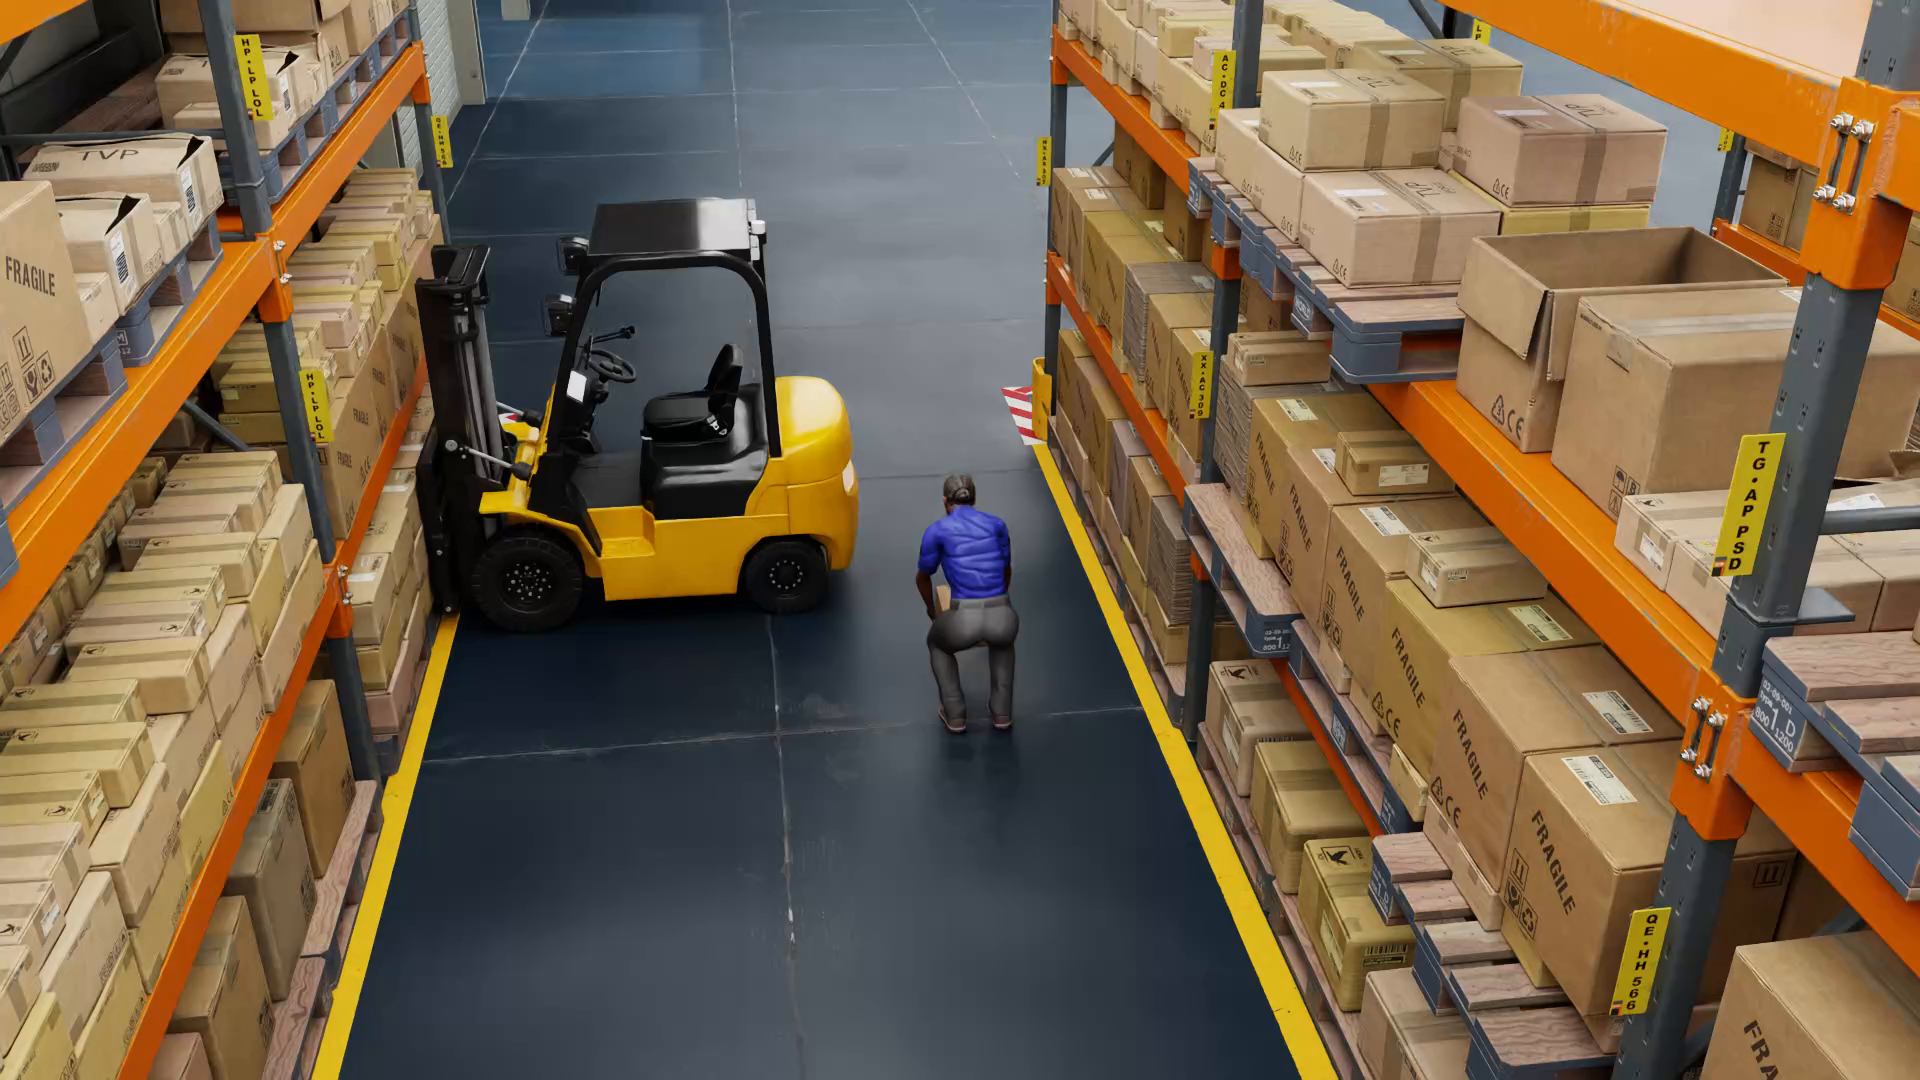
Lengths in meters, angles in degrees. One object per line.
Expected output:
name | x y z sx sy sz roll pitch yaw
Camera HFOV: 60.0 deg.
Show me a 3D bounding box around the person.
person | 0.037 0.347 8.404 0.499 1.252 0.694 -4 28 -7
